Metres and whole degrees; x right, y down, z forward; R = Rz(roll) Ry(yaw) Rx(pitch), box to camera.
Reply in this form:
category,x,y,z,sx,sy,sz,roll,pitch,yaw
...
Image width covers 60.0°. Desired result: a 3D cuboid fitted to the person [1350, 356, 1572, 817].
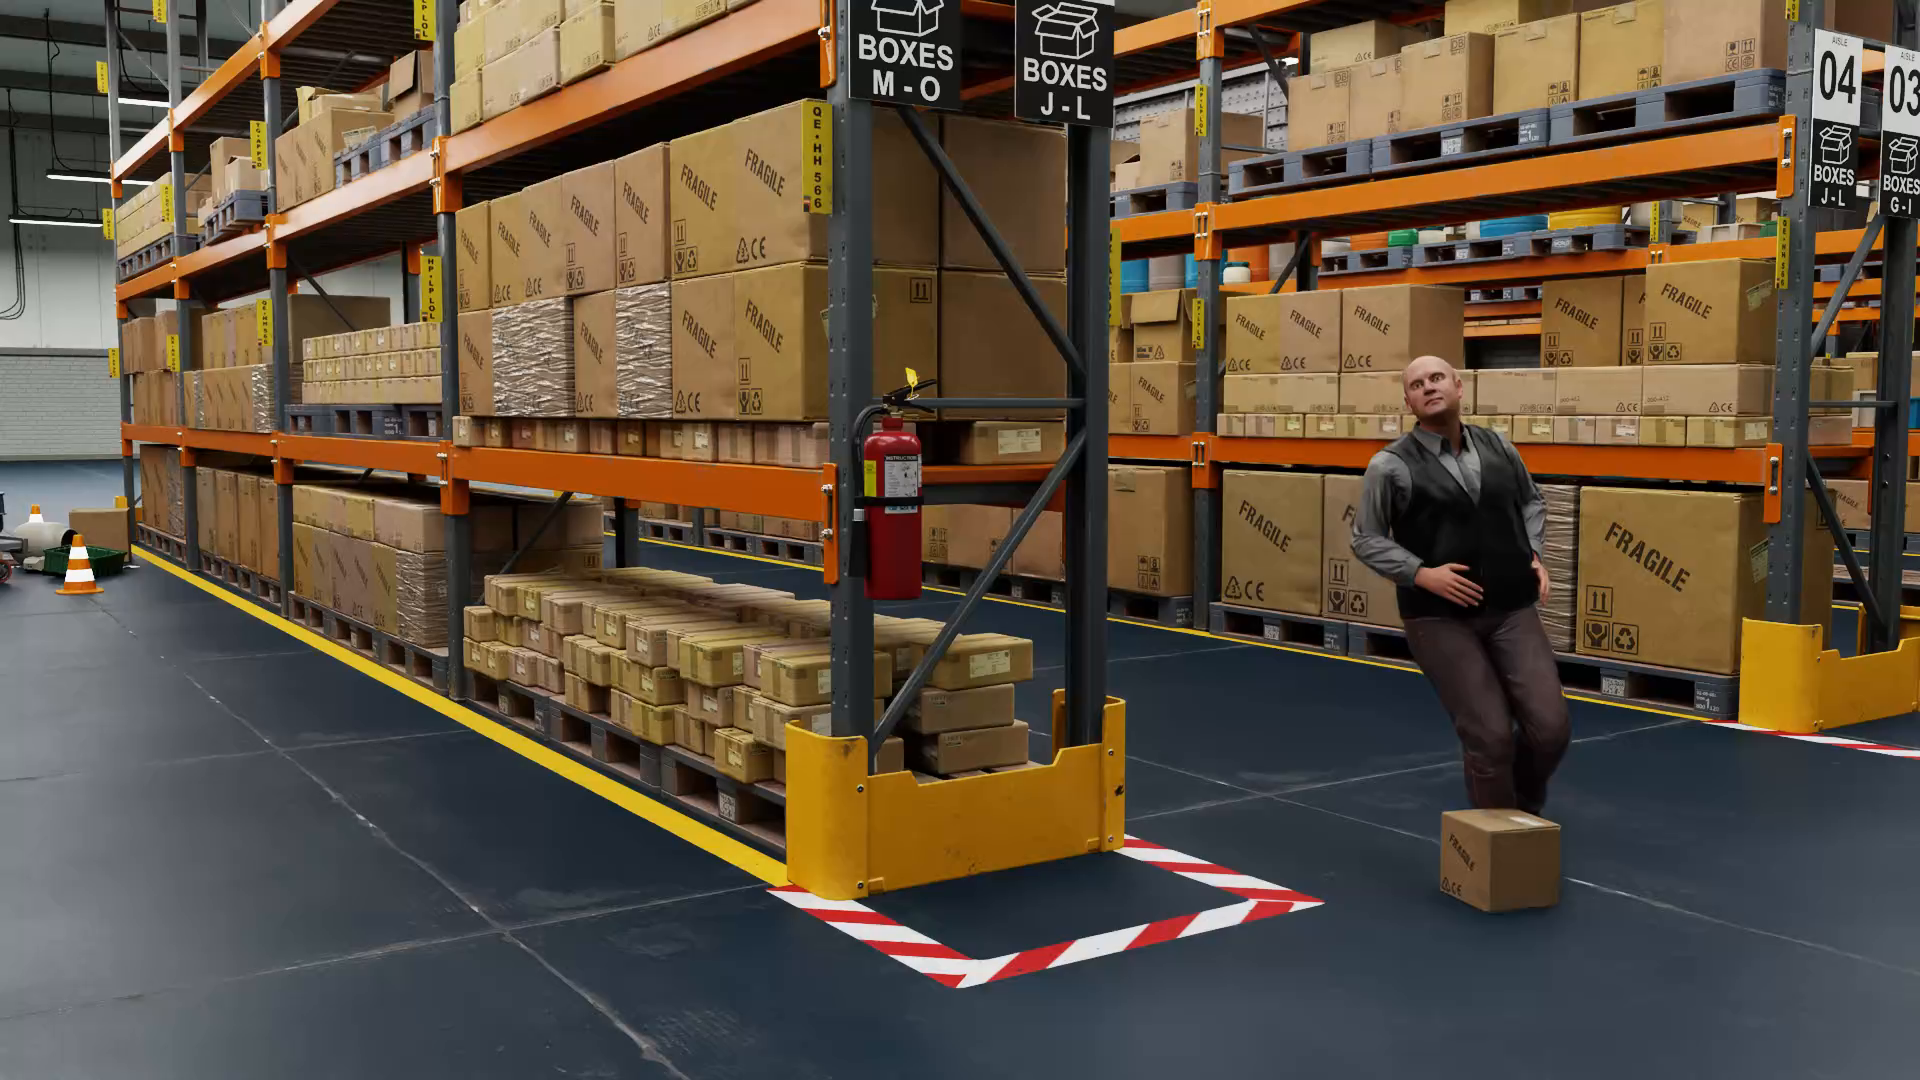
category,x,y,z,sx,sy,sz,roll,pitch,yaw
person,1.588,0.247,5.243,0.687,1.651,0.502,0,5,-5
